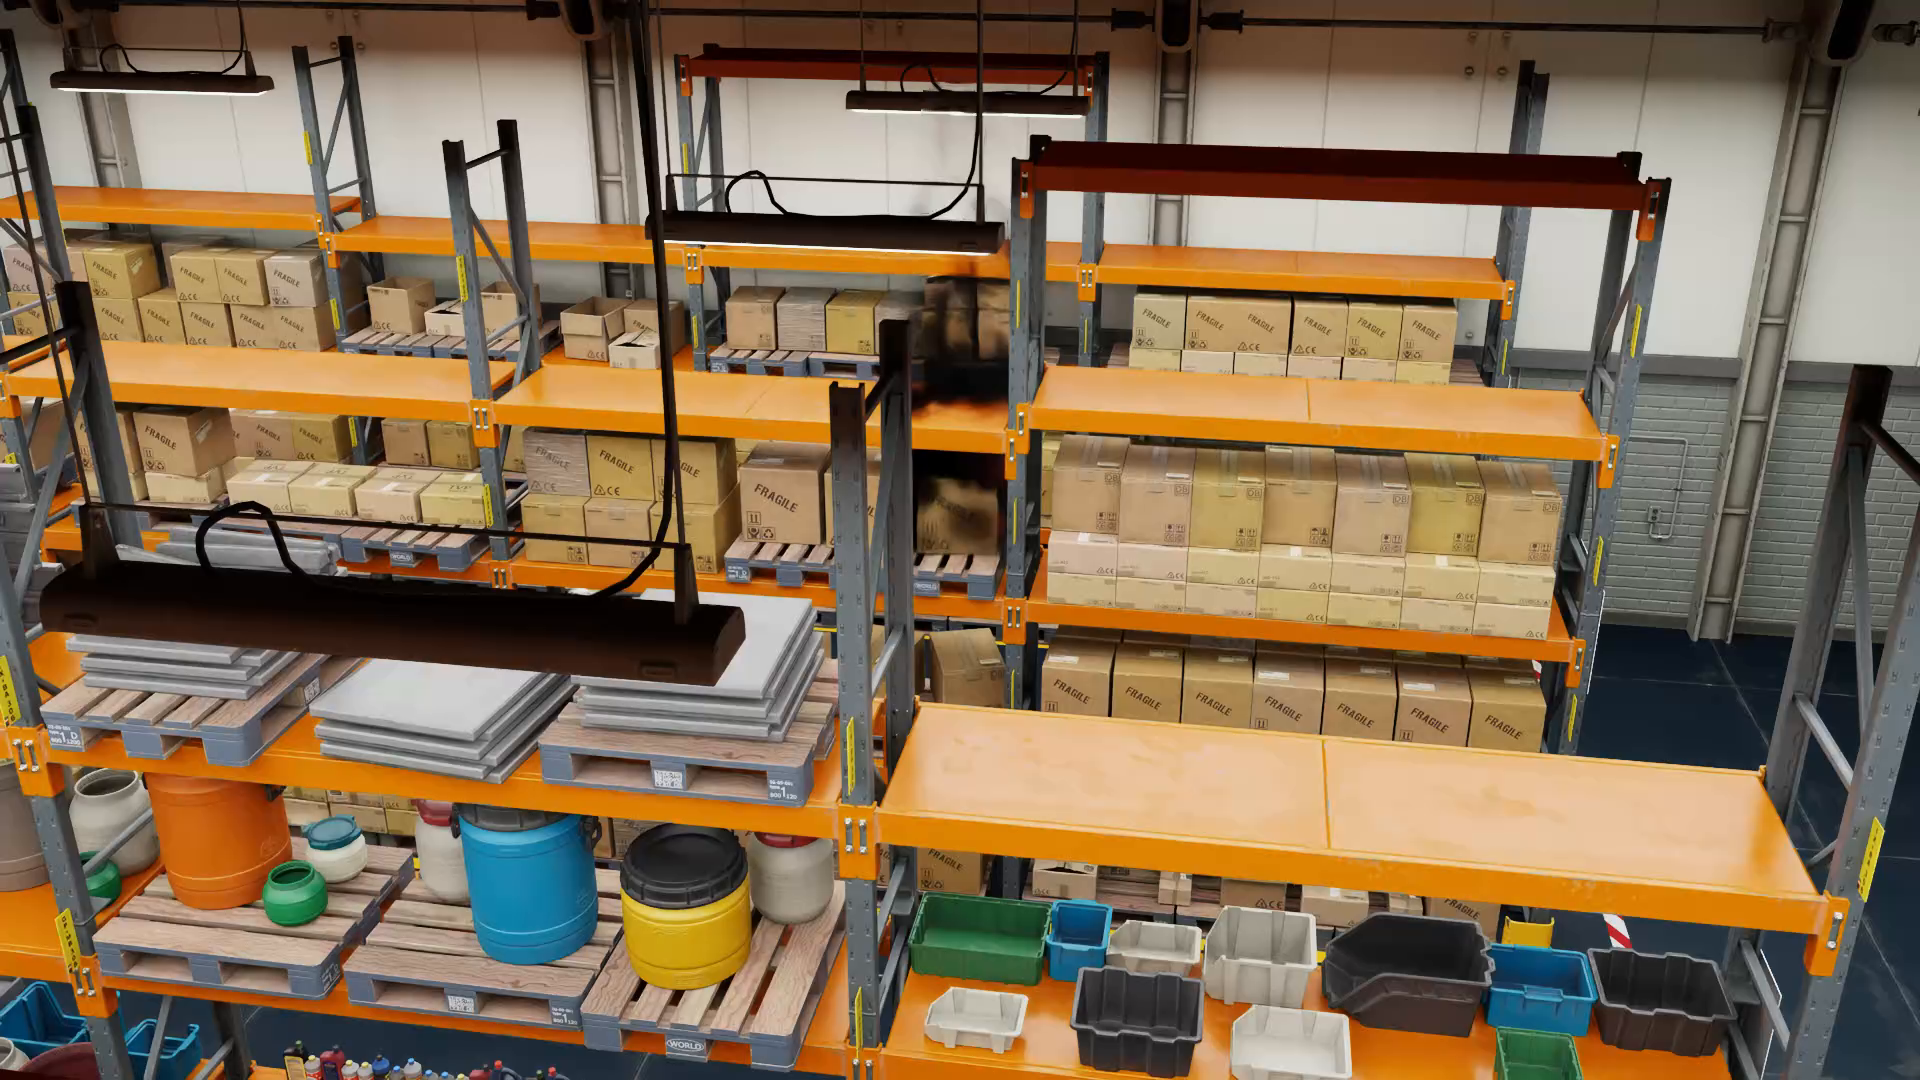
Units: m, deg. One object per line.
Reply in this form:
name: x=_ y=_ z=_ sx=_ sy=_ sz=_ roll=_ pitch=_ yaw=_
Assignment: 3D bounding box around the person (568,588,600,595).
person: x=-3.584 y=0.941 z=15.943 sx=0.605 sy=1.722 sz=0.736 roll=3 pitch=23 yaw=7
